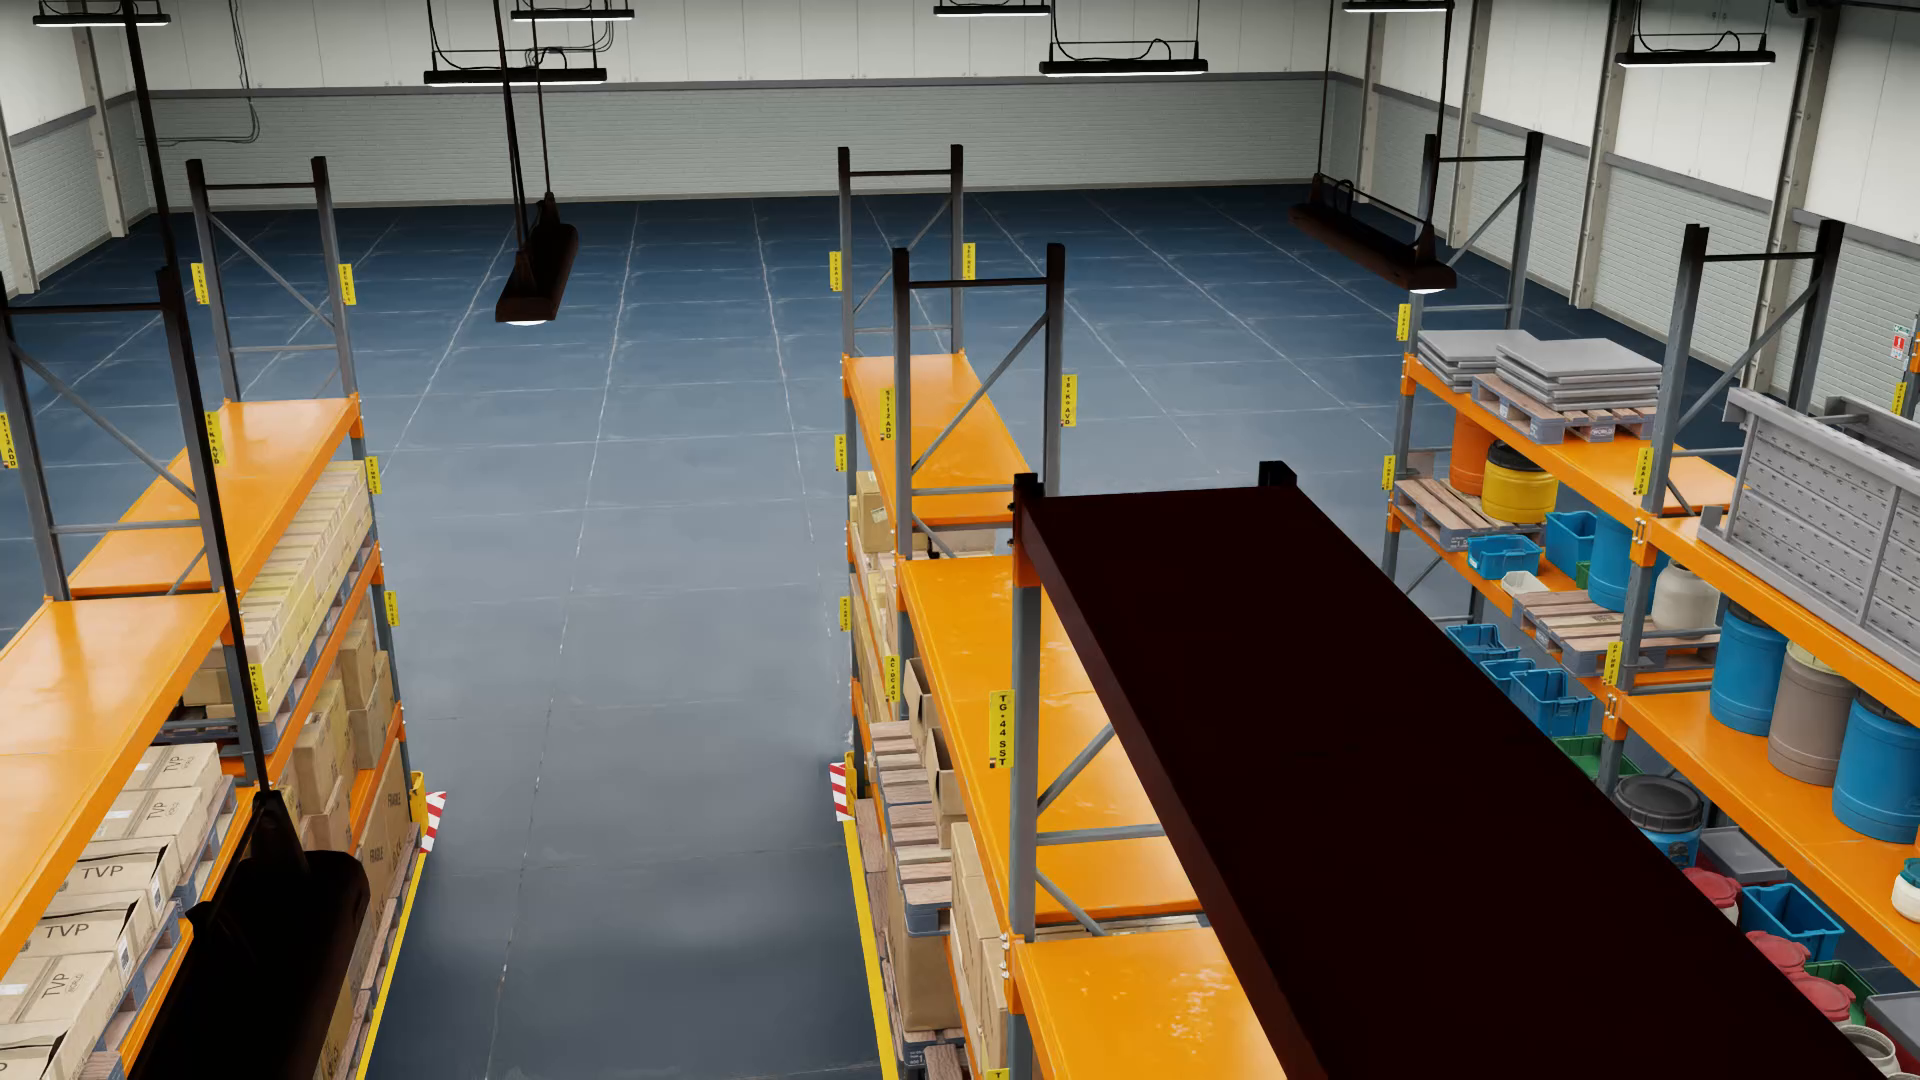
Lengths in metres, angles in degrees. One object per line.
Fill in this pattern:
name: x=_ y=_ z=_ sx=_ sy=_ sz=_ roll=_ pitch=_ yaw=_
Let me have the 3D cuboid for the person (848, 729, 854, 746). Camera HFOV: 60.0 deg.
person: x=-0.704 y=1.211 z=16.221 sx=0.820 sy=1.763 sz=0.542 roll=-2 pitch=22 yaw=-5
